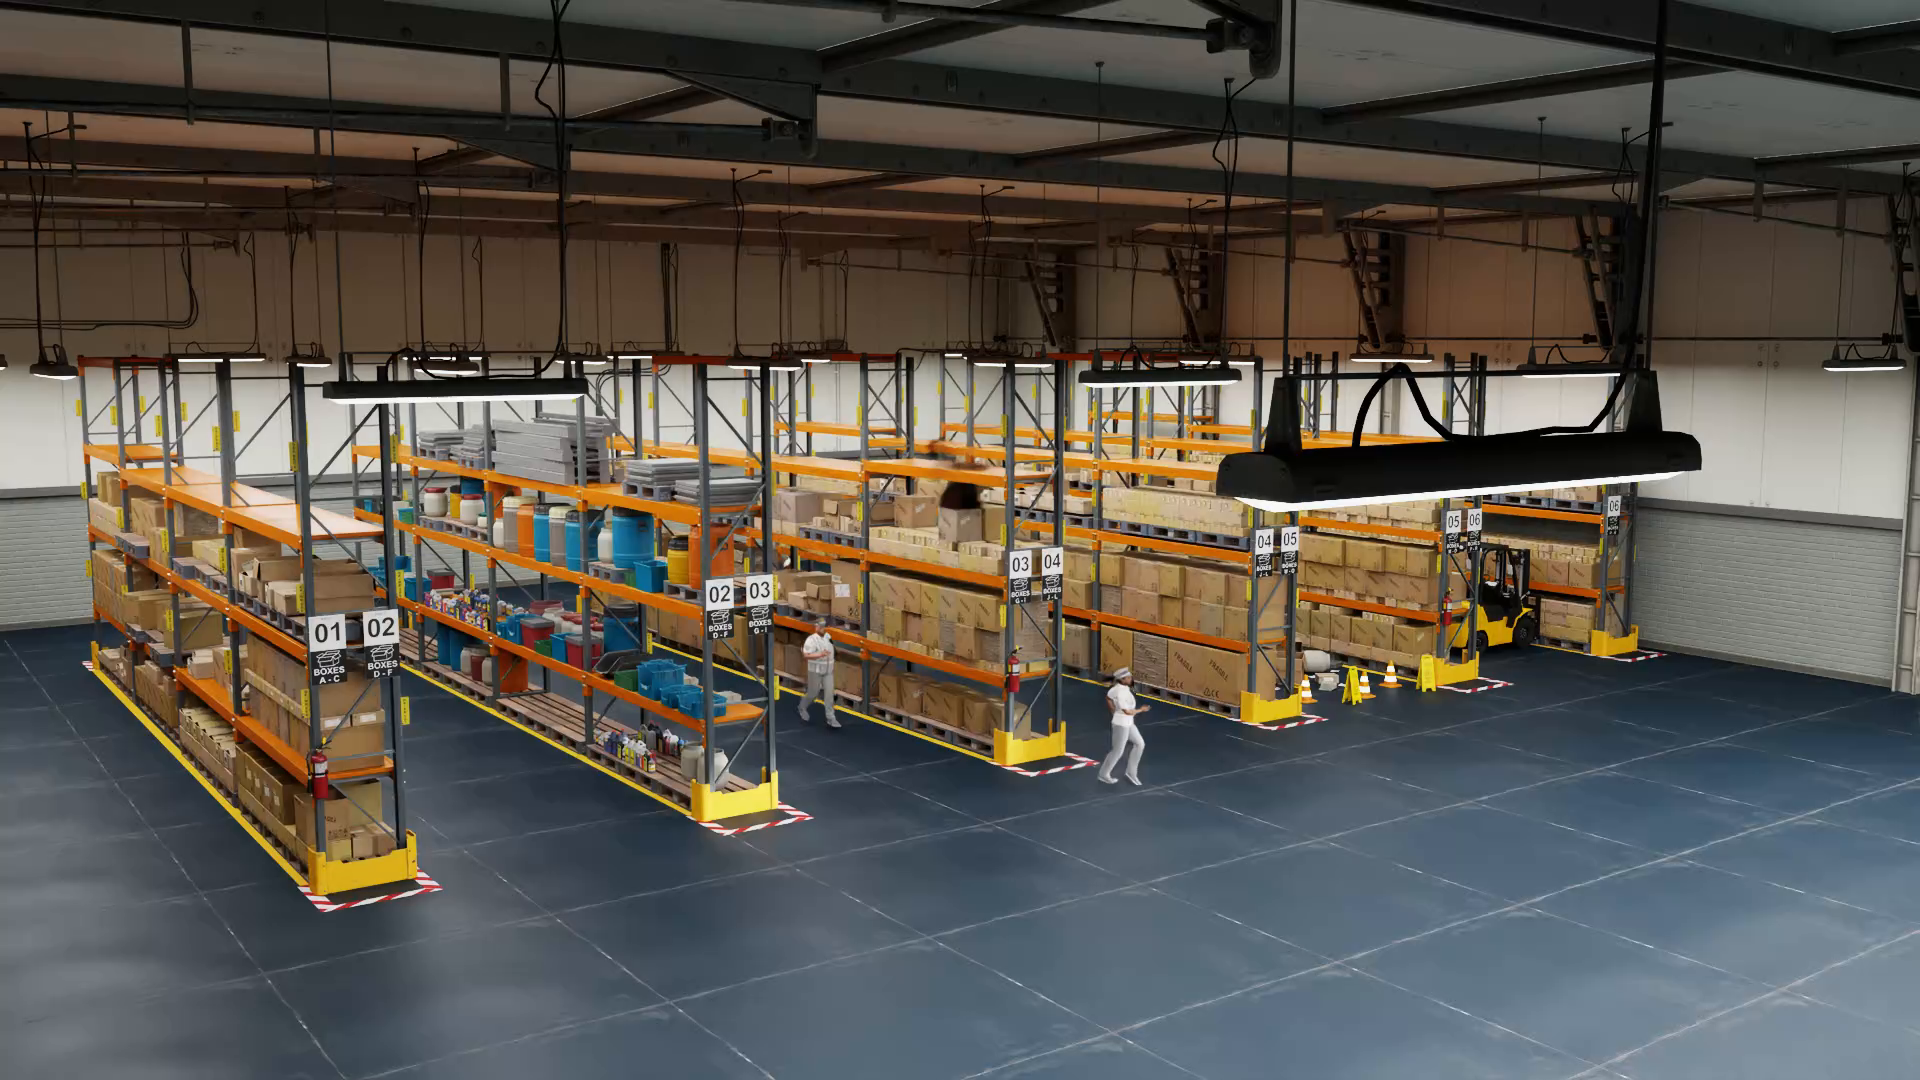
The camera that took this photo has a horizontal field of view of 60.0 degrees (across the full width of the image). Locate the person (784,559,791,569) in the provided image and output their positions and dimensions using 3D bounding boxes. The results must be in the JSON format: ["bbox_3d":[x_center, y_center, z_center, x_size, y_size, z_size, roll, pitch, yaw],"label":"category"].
[{"bbox_3d":[-3.584,1.271,34.673,0.665,1.760,0.830,-5,9,-38],"label":"person"}]

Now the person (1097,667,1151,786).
[{"bbox_3d":[2.323,2.645,23.526,0.740,1.739,0.534,1,7,11],"label":"person"}]

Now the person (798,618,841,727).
[{"bbox_3d":[-2.281,2.126,27.139,0.665,1.760,0.980,-6,9,-39],"label":"person"}]
